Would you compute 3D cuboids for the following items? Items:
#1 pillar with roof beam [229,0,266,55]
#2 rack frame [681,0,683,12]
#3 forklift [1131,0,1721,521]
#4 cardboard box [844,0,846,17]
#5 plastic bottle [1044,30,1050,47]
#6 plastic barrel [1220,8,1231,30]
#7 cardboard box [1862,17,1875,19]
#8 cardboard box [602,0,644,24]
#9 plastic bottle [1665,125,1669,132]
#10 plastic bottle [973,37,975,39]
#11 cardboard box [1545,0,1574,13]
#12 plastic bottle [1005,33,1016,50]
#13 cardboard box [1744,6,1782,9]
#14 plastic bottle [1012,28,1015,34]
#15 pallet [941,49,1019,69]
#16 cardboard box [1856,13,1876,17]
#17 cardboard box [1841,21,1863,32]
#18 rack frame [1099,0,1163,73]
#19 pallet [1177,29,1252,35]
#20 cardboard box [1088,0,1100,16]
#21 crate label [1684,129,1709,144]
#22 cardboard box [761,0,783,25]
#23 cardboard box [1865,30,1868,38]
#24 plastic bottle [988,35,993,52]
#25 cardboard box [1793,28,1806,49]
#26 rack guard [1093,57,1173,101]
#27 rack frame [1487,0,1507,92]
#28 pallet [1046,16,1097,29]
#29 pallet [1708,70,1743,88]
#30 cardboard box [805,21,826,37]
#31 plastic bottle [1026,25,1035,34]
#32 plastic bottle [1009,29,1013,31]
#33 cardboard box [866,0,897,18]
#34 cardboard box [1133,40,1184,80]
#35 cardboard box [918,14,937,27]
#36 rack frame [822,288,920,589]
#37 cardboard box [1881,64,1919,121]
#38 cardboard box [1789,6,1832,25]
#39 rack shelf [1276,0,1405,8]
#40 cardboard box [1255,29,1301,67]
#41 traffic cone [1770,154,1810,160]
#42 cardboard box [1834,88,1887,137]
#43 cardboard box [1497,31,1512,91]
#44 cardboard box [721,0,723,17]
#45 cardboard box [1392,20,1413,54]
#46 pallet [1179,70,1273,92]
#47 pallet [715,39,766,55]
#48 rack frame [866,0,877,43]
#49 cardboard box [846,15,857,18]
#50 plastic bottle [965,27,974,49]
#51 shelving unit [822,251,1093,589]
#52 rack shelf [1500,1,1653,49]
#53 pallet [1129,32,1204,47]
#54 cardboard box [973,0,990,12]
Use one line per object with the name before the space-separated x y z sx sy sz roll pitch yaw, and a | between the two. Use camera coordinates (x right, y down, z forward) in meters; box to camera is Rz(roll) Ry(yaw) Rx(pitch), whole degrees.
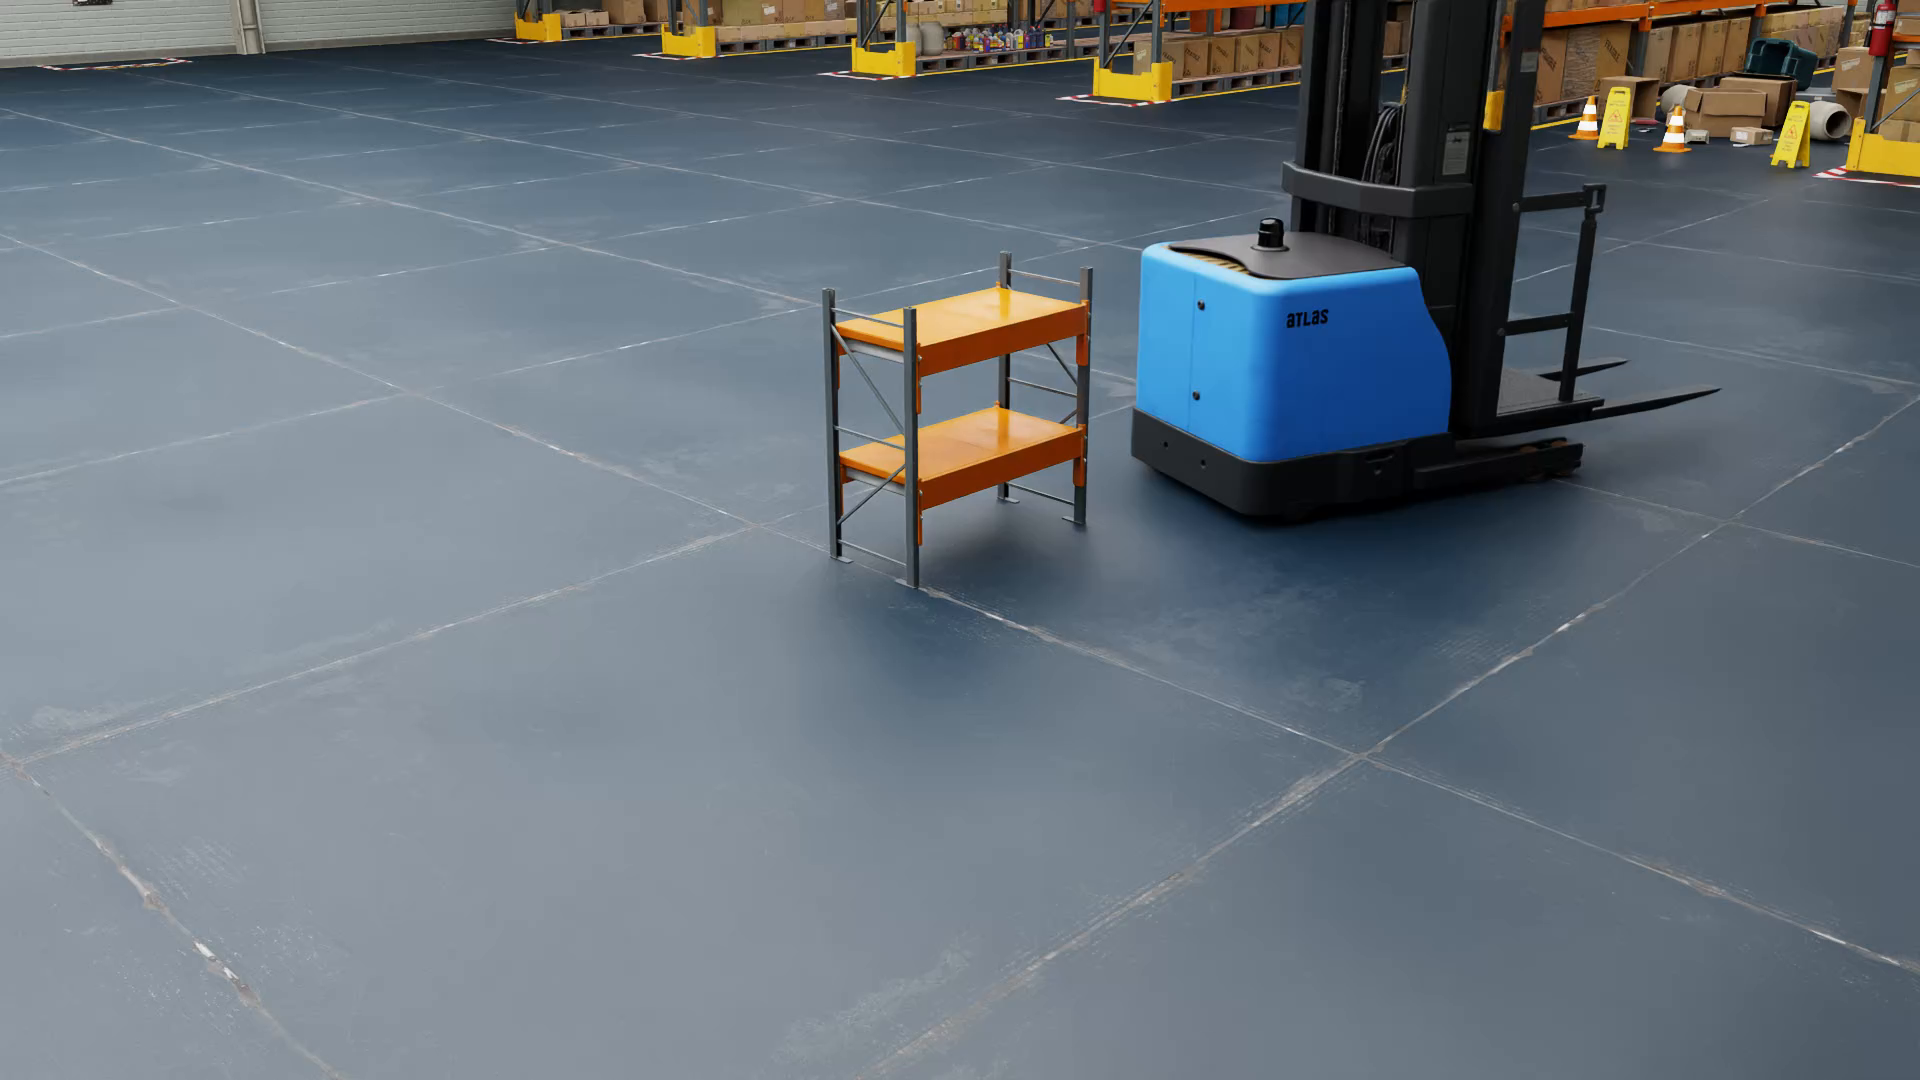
pillar with roof beam | -9.558 -11.802 25.237 9.100 9.000 0.400 19 28 41
rack frame | -5.534 -12.253 34.773 1.000 3.000 0.127 19 28 41
forklift | 2.369 -1.798 7.668 3.031 2.935 1.130 -10 23 -24
cardboard box | -2.530 -10.236 31.727 0.500 0.500 0.500 19 28 41
plastic bottle | 1.464 -8.505 28.194 0.133 0.283 0.061 -18 28 -39
plastic barrel | 5.013 -10.134 32.142 0.421 0.512 0.421 0 21 0
cardboard box | 15.674 -8.898 28.603 0.380 0.149 0.250 19 28 41
cardboard box | -6.832 -10.742 33.711 0.700 0.500 0.500 17 27 37
plastic bottle | 8.419 -4.873 19.666 0.133 0.061 0.283 9 23 23
plastic bottle | 0.262 -8.345 27.891 0.097 0.201 0.097 0 21 0
cardboard box | 6.880 -6.675 20.050 0.875 0.550 0.550 19 28 41
plastic bottle | 0.846 -8.297 27.663 0.135 0.276 0.152 -20 28 -41
cardboard box | 12.743 -8.311 26.370 0.500 0.250 0.500 -19 28 -40
plastic bottle | 0.898 -8.623 28.500 0.061 0.283 0.133 19 28 41
pallet | 0.214 -7.995 27.581 1.003 0.211 1.213 19 28 41
cardboard box | 16.252 -9.344 29.763 0.250 0.149 0.380 -20 28 -41
cardboard box | 14.800 -8.559 27.720 0.250 0.149 0.380 -18 28 -39
rack frame | 2.322 -7.506 22.422 1.000 3.000 0.127 19 28 41
pallet | 4.874 -9.713 32.052 1.003 0.211 1.213 19 28 41
cardboard box | 2.758 -11.657 36.093 0.500 0.500 0.500 20 29 41
crate label | 8.270 -4.531 18.672 0.250 0.136 0.298 5 22 13
cardboard box | -3.553 -9.592 30.051 0.500 0.500 0.500 19 28 41
cardboard box | 15.314 -8.633 28.328 0.250 0.149 0.380 -19 28 -40
plastic bottle | 0.500 -8.154 27.297 0.097 0.271 0.097 0 21 0
cardboard box | 12.765 -7.705 25.840 0.500 0.500 0.500 18 28 39
rack guard | 2.375 -6.359 22.921 1.175 0.500 0.348 19 28 41
rack frame | 5.805 -6.239 19.125 1.000 3.000 0.127 19 28 41
pallet | 2.207 -11.236 36.012 1.003 0.211 1.213 19 28 41
pallet | 10.782 -6.810 24.497 1.003 0.211 1.213 19 28 41
cardboard box | -2.844 -9.495 30.844 0.500 0.250 0.500 19 28 41
plastic bottle | 1.218 -8.541 28.194 0.144 0.351 0.185 19 28 41
plastic bottle | 0.821 -8.646 28.570 0.135 0.276 0.152 -19 28 -40
cardboard box | -1.516 -10.233 31.982 0.500 0.311 0.500 19 28 41
cardboard box | 2.770 -6.691 23.202 0.500 0.500 0.500 -14 25 -32
cardboard box | -0.807 -10.234 32.766 0.500 0.250 0.500 18 28 39
rack frame | -0.350 -0.396 6.537 0.500 1.125 0.032 19 28 41
cardboard box | 9.794 -4.559 16.958 0.500 0.500 0.500 19 28 41
cardboard box | 13.470 -8.319 26.391 0.500 0.250 0.500 -19 28 -40
rack shelf | 6.508 -8.712 26.564 1.077 0.370 4.000 19 28 41
cardboard box | 4.805 -7.471 25.229 0.500 0.500 0.500 18 28 39
traffic cone | 8.798 -4.275 17.552 0.336 0.463 0.334 19 28 41
cardboard box | 10.490 -4.953 19.261 0.500 0.500 0.500 -2 21 -5
cardboard box | 6.231 -5.634 19.927 0.875 0.875 0.875 19 28 41
cardboard box | -5.033 -11.485 35.646 0.500 0.500 0.700 -19 28 -40
cardboard box | 7.072 -8.278 27.301 0.700 0.500 0.500 16 26 36
pallet | 3.818 -6.736 24.305 1.003 0.211 1.213 19 28 41
pallet | -4.270 -8.892 29.914 1.003 0.211 1.213 19 28 41
rack frame | -1.983 -11.014 31.550 1.000 3.000 0.127 19 28 41
cardboard box | -1.901 -10.106 32.434 0.500 0.250 0.500 19 28 40
plastic bottle | 0.145 -8.433 27.914 0.185 0.351 0.144 -19 28 -40
shelving unit | 0.005 -0.527 6.877 0.538 1.125 1.048 19 28 41
rack shelf | 7.200 -6.417 20.591 1.077 0.370 4.000 19 28 41
pallet | 3.786 -9.311 31.005 1.003 0.211 1.213 19 28 41
cardboard box | 0.261 -10.885 33.680 0.500 0.311 0.500 19 28 40
